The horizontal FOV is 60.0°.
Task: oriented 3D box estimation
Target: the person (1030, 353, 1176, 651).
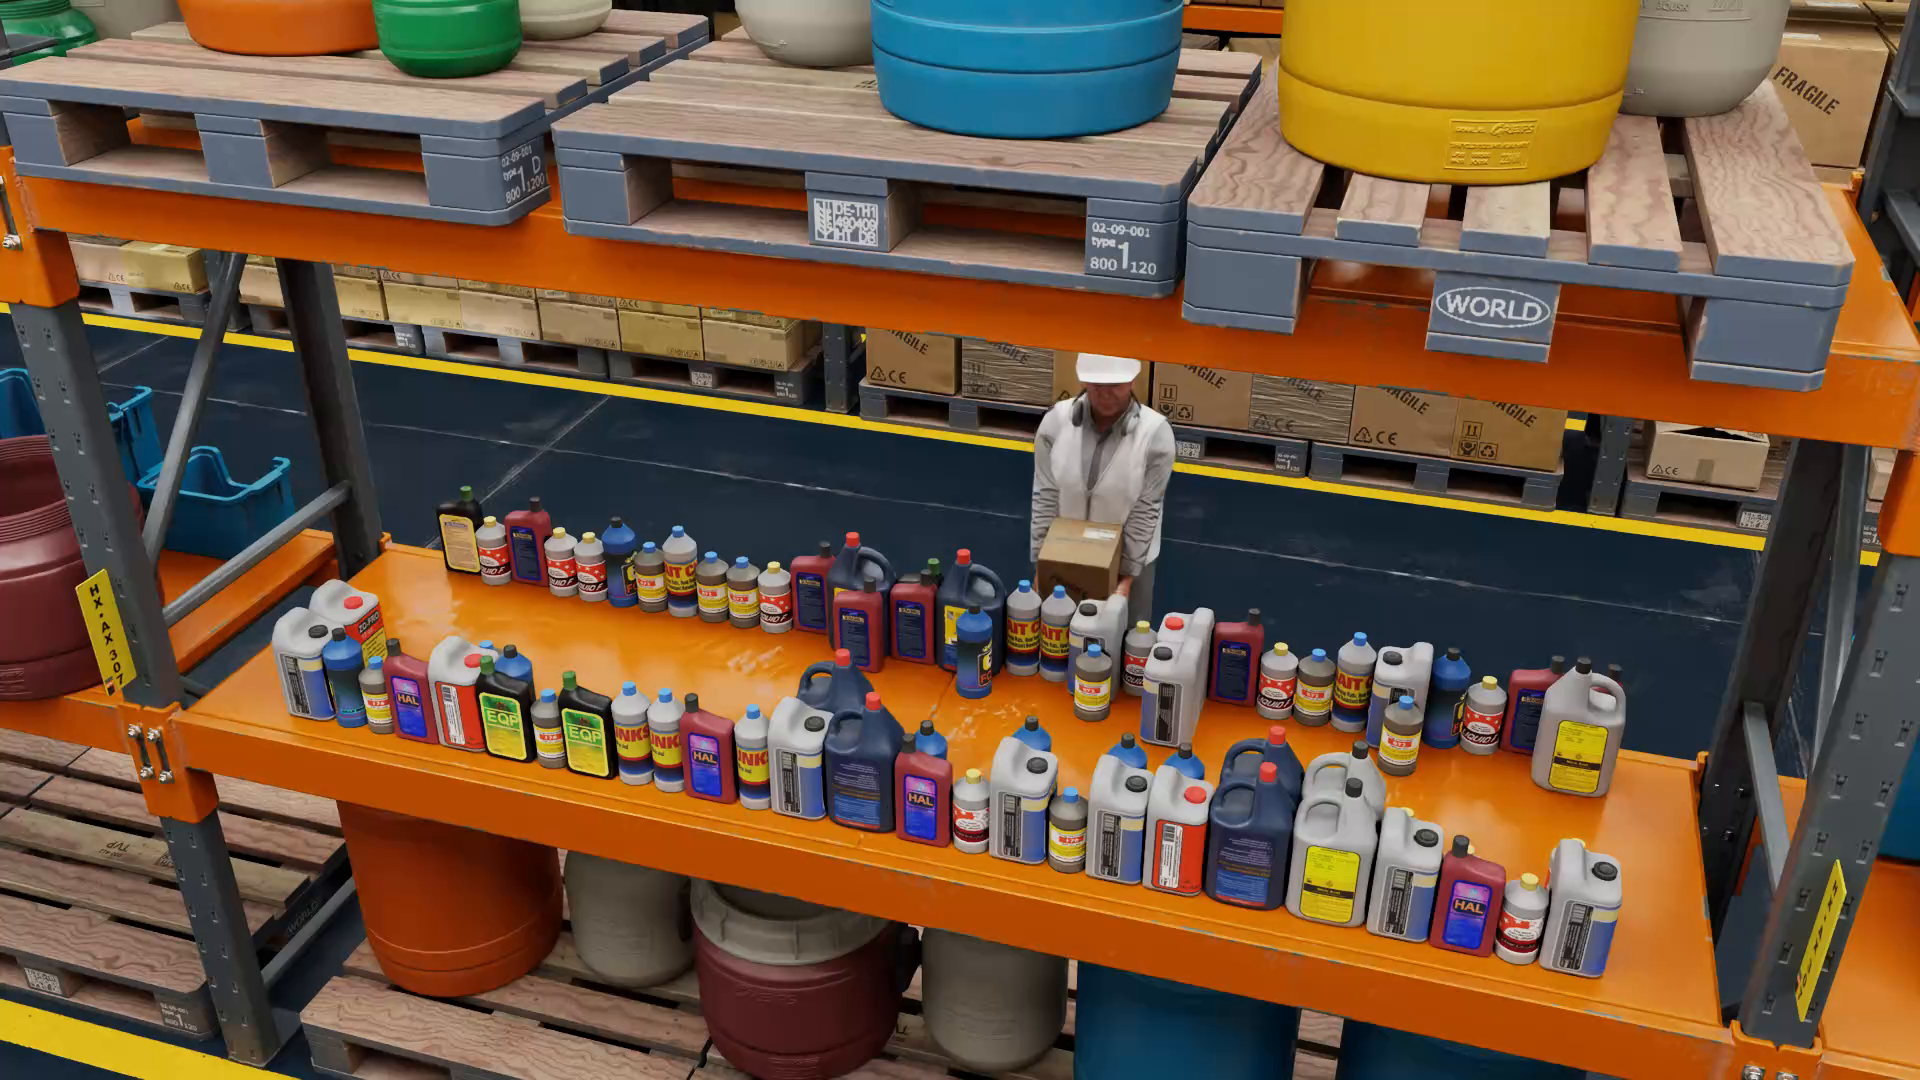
[{"bbox_3d":[0.483,0.090,5.945,0.480,1.770,0.563,8,30,14],"label":"person"}]
